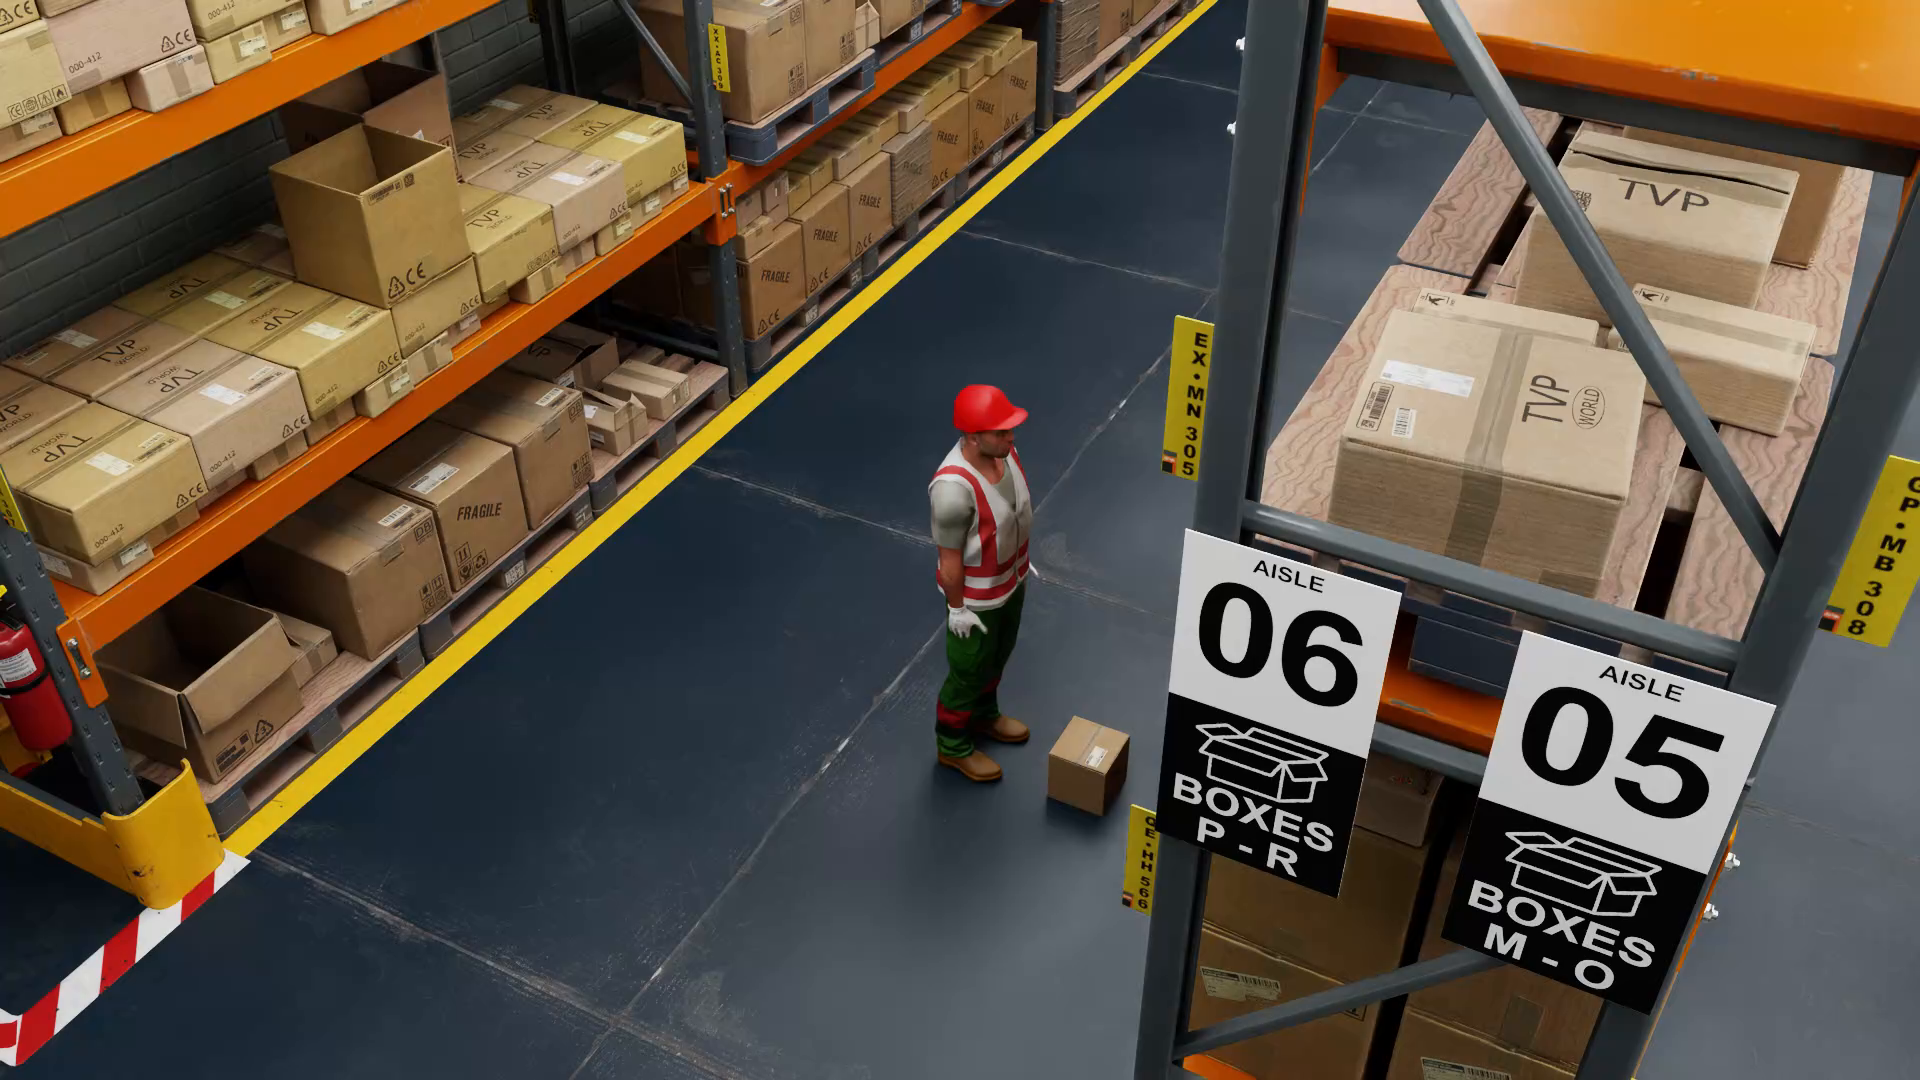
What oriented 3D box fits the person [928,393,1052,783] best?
[{"bbox_3d":[0.114,0.172,6.524,0.388,1.767,0.533,18,41,22],"label":"person"}]
